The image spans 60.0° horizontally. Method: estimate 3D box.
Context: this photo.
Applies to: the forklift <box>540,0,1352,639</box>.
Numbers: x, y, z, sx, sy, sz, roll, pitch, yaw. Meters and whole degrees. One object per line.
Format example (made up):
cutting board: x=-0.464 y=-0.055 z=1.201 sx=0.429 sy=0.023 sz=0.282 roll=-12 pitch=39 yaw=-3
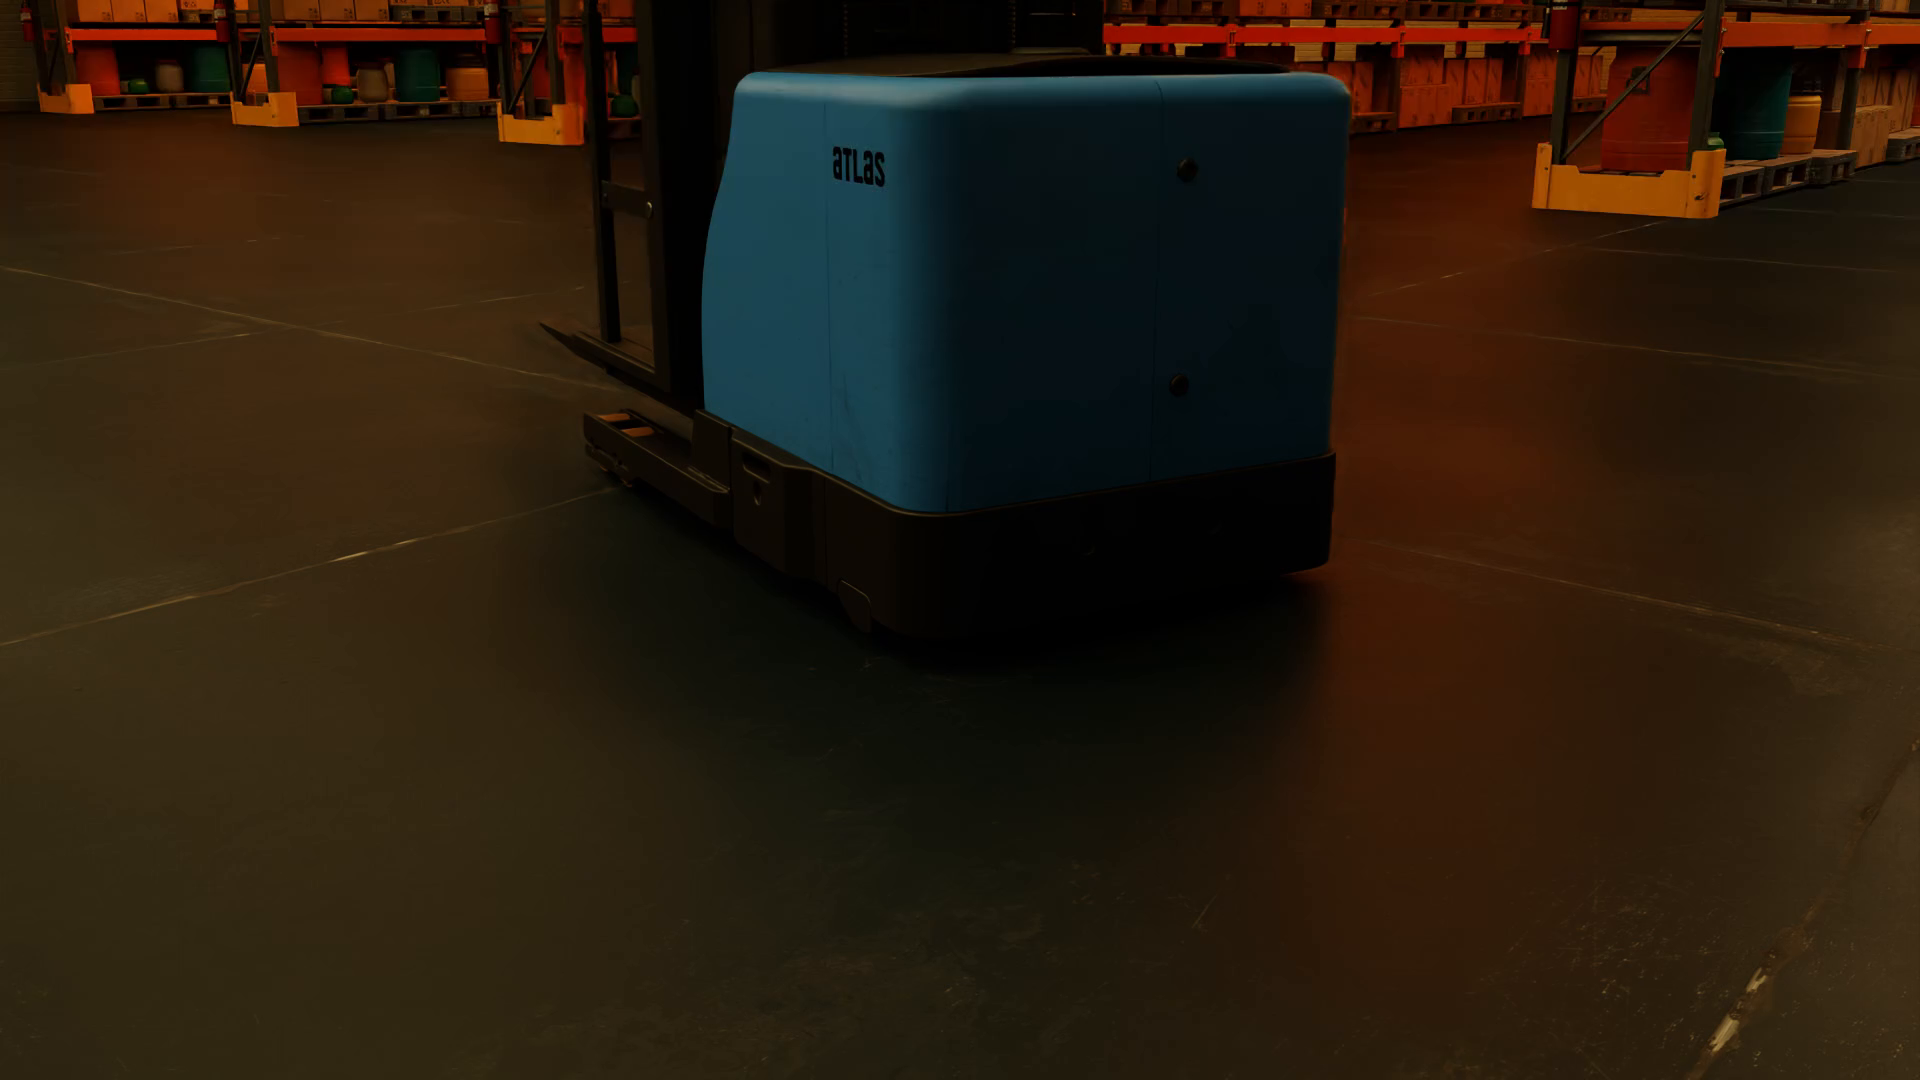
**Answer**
forklift: x=-0.373 y=-1.595 z=4.150 sx=1.130 sy=2.935 sz=3.031 roll=-9 pitch=19 yaw=-28
